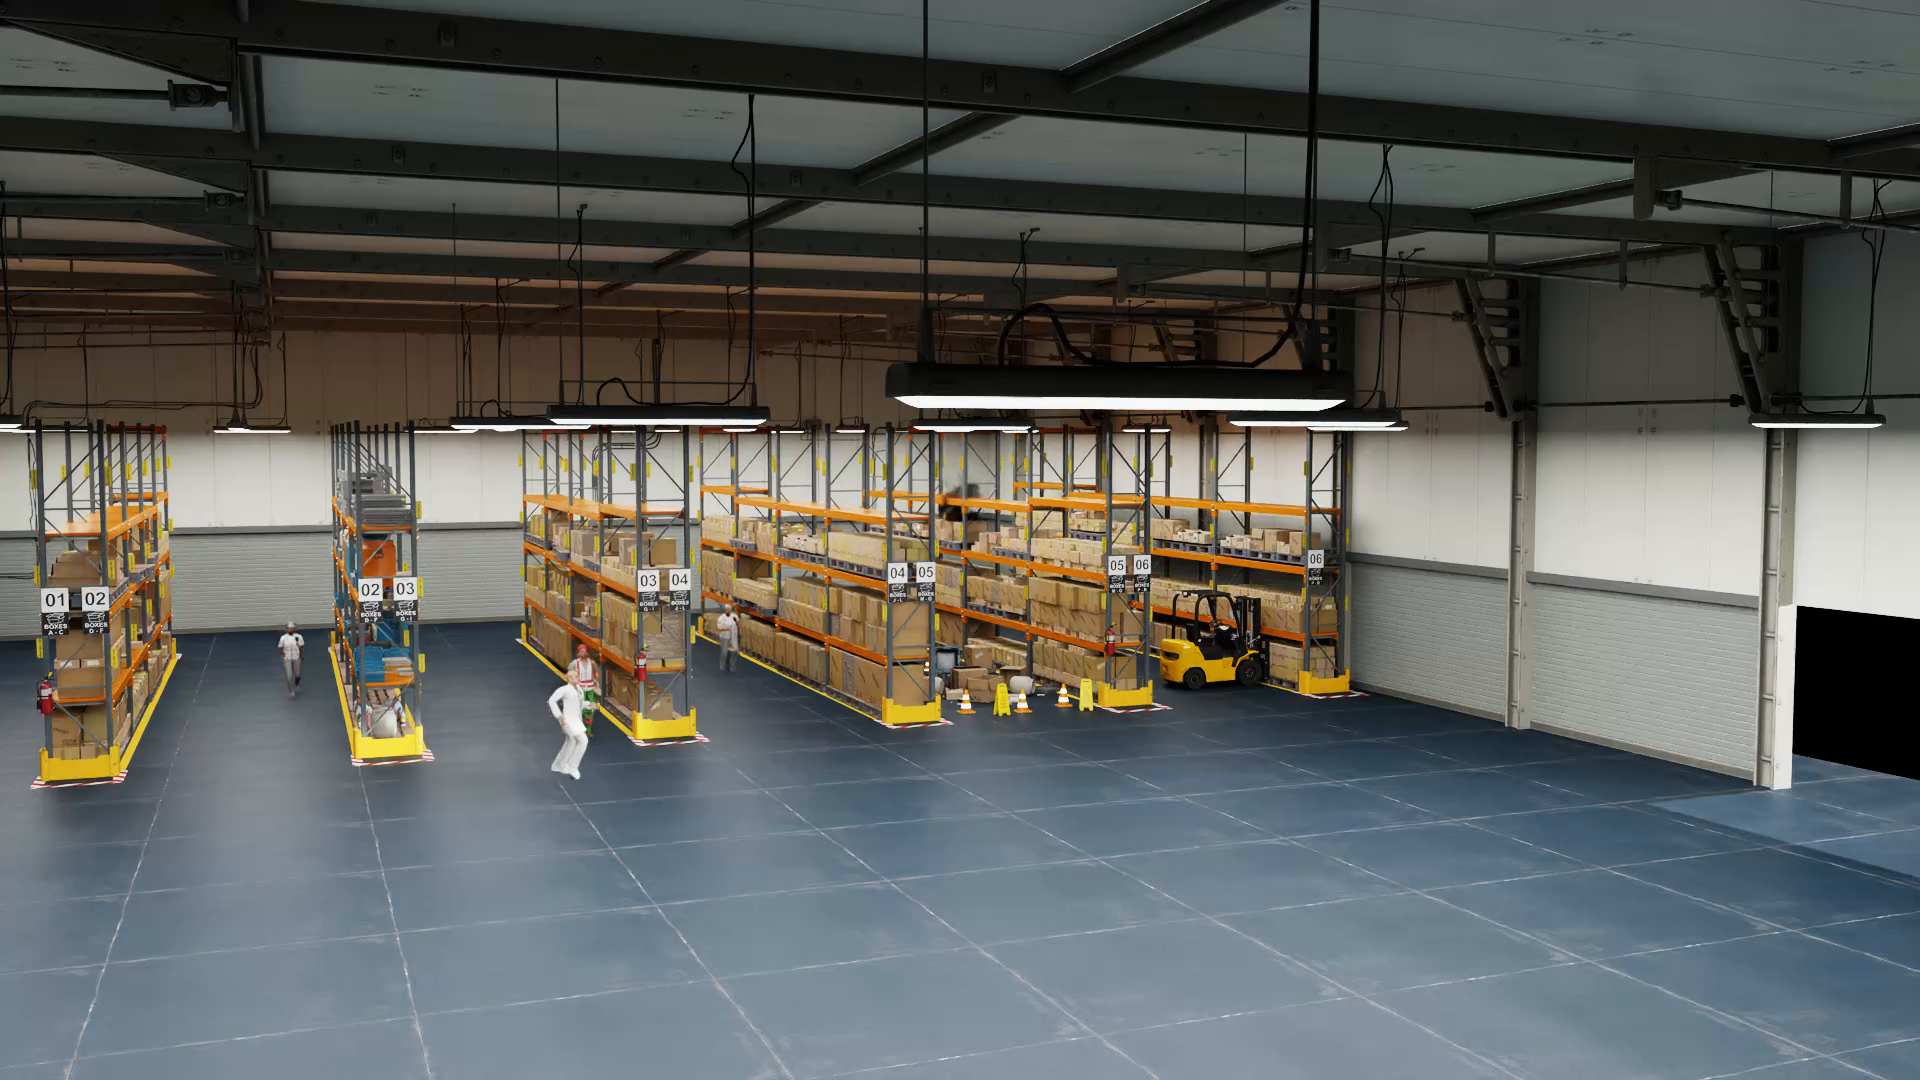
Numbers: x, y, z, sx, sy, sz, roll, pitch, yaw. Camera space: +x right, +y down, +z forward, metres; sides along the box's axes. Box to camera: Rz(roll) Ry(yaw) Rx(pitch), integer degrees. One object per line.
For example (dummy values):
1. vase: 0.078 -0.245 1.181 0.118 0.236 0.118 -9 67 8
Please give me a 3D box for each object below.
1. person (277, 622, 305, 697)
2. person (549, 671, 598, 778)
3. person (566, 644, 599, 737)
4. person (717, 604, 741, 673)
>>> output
1. person: -14.678 2.613 36.524 0.572 1.651 0.557 -2 4 -24
2. person: -6.509 3.103 27.990 0.808 1.823 0.693 0 4 8
3. person: -7.155 2.865 31.707 0.654 1.742 0.753 -2 4 -29
4. person: -5.581 2.378 40.273 0.613 1.655 0.834 -1 4 -17
